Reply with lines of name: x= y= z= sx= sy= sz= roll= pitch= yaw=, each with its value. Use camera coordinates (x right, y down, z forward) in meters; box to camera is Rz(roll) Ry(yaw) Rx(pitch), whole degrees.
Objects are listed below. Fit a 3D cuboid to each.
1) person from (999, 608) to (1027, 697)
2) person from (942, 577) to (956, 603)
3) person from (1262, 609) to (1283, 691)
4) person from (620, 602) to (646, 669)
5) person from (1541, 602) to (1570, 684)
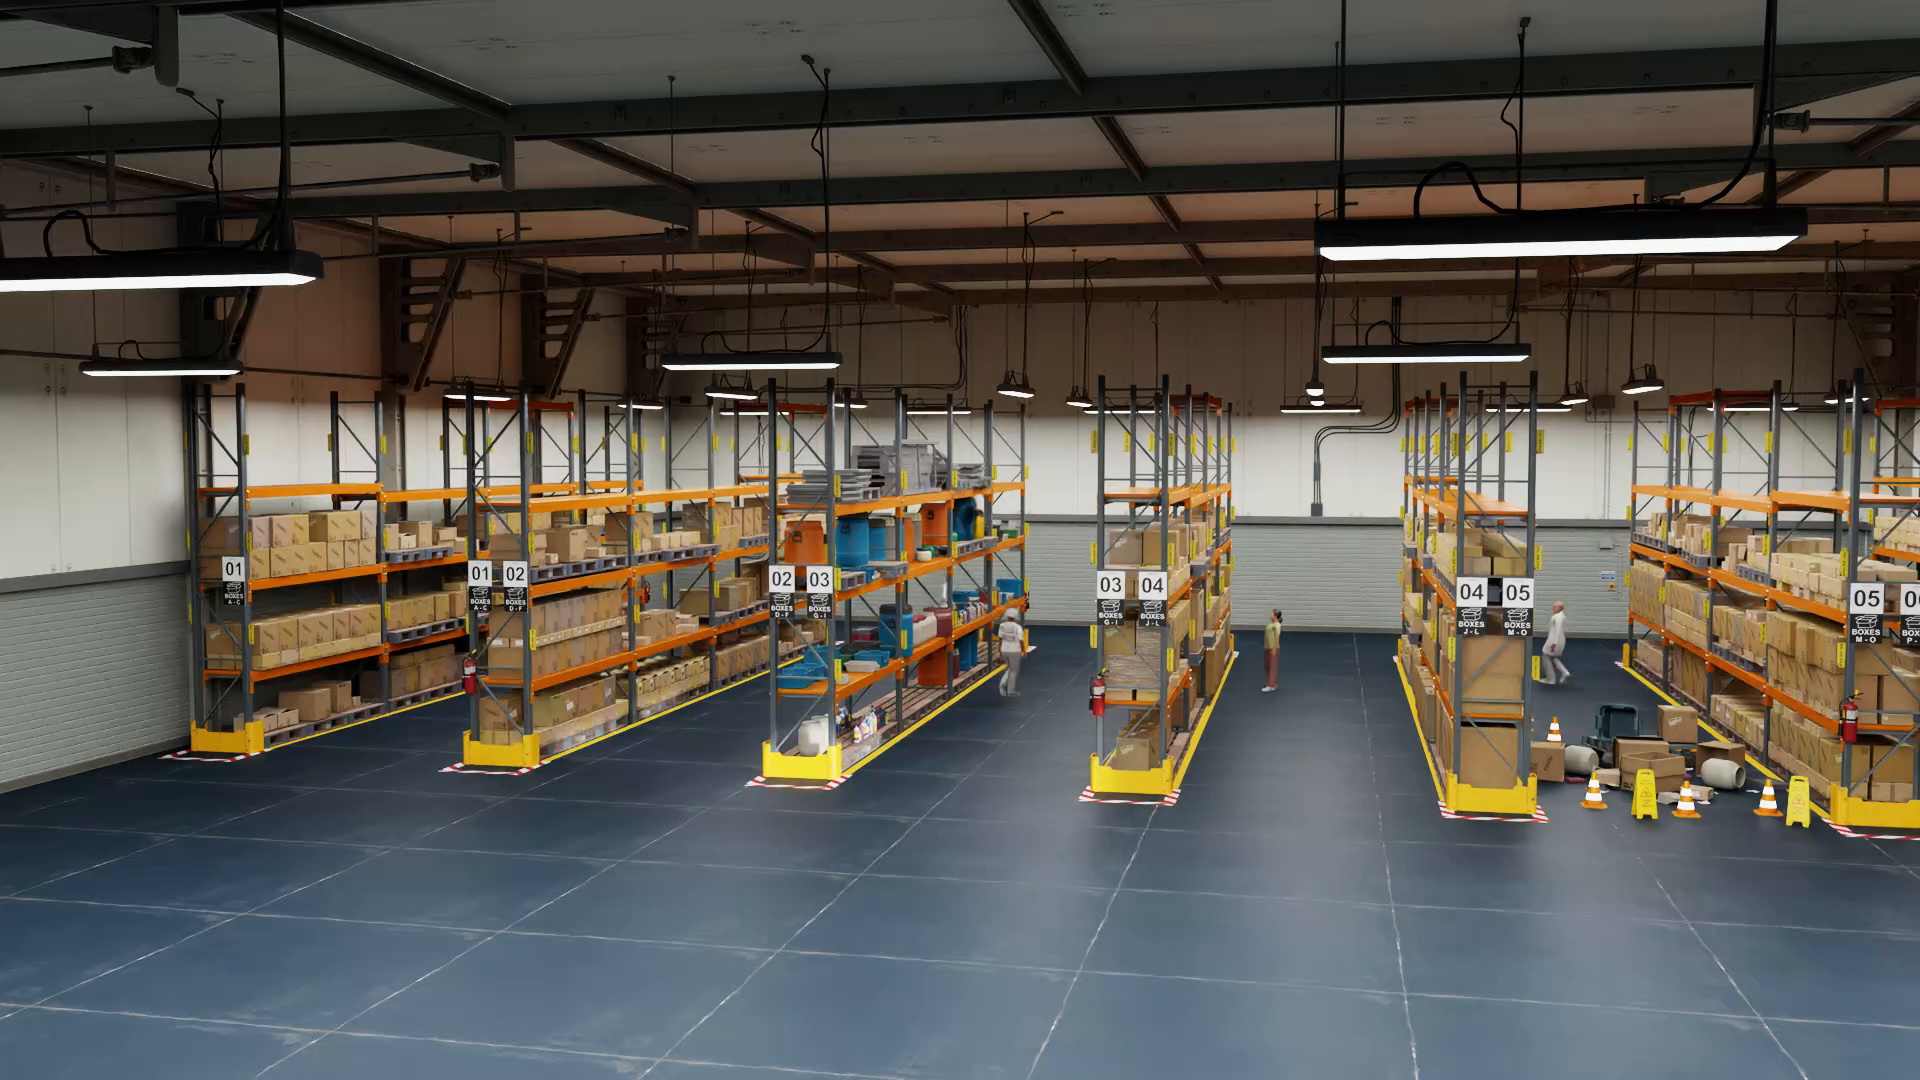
person: x=1.058 y=2.223 z=32.785 sx=0.501 sy=1.783 sz=0.536 roll=-2 pitch=4 yaw=-36
person: x=-0.334 y=1.681 z=44.167 sx=0.580 sy=1.567 sz=0.418 roll=2 pitch=4 yaw=28
person: x=6.337 y=2.239 z=33.939 sx=0.542 sy=1.671 sz=0.477 roll=-2 pitch=4 yaw=-27
person: x=-6.832 y=2.168 z=34.818 sx=0.547 sy=1.744 sz=0.657 roll=3 pitch=4 yaw=38
person: x=12.446 y=2.167 z=34.848 sx=0.584 sy=1.767 sz=0.570 roll=-3 pitch=4 yaw=-39
